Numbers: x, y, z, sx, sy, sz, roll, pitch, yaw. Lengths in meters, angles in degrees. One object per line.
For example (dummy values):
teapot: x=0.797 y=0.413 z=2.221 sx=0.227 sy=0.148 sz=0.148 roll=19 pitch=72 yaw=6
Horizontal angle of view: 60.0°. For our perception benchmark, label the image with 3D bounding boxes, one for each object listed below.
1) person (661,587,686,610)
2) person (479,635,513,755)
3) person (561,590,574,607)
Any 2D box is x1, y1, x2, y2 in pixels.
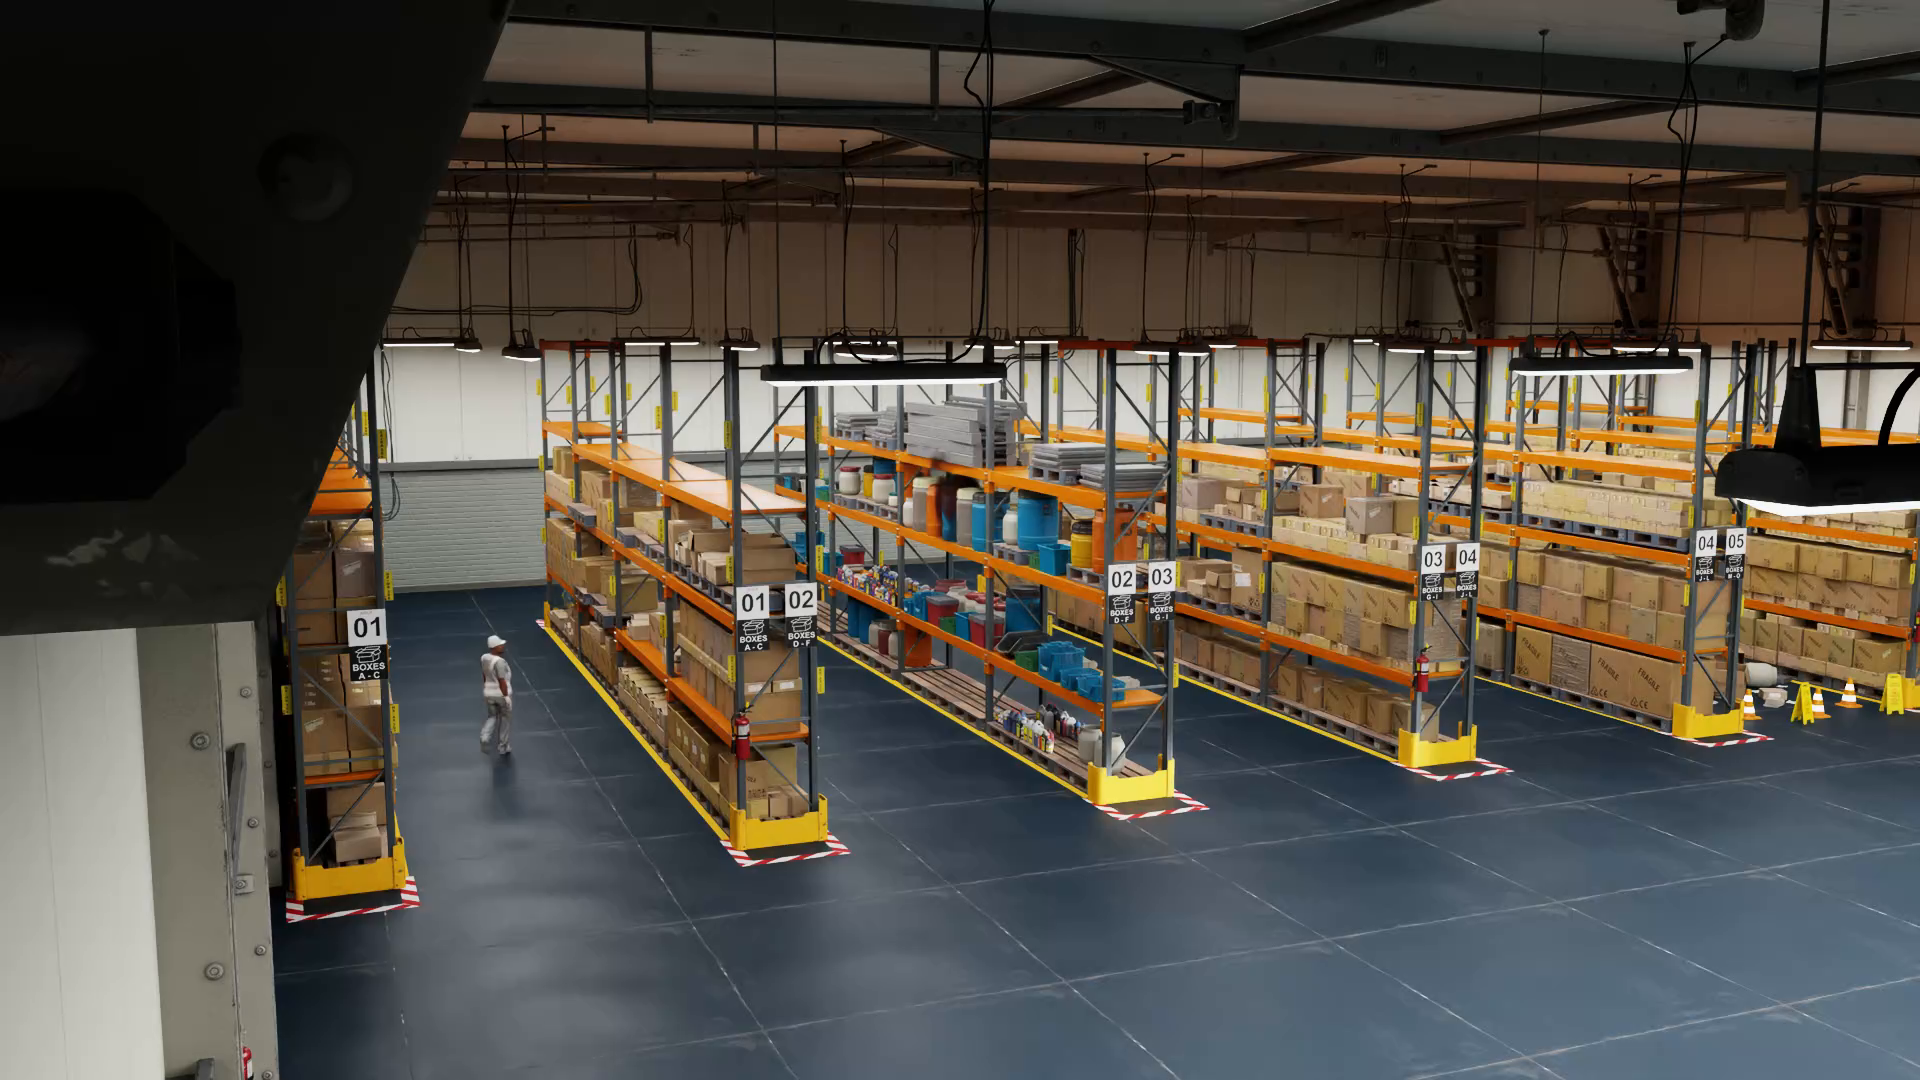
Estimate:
person: x=-5.665 y=1.159 z=33.473 sx=0.627 sy=1.681 sz=1.066 roll=-4 pitch=8 yaw=-26
person: x=-6.805 y=2.278 z=24.342 sx=0.529 sy=1.778 sz=0.610 roll=2 pitch=8 yaw=15
person: x=-8.700 y=0.623 z=37.095 sx=0.474 sy=1.757 sz=0.624 roll=-1 pitch=8 yaw=-10
